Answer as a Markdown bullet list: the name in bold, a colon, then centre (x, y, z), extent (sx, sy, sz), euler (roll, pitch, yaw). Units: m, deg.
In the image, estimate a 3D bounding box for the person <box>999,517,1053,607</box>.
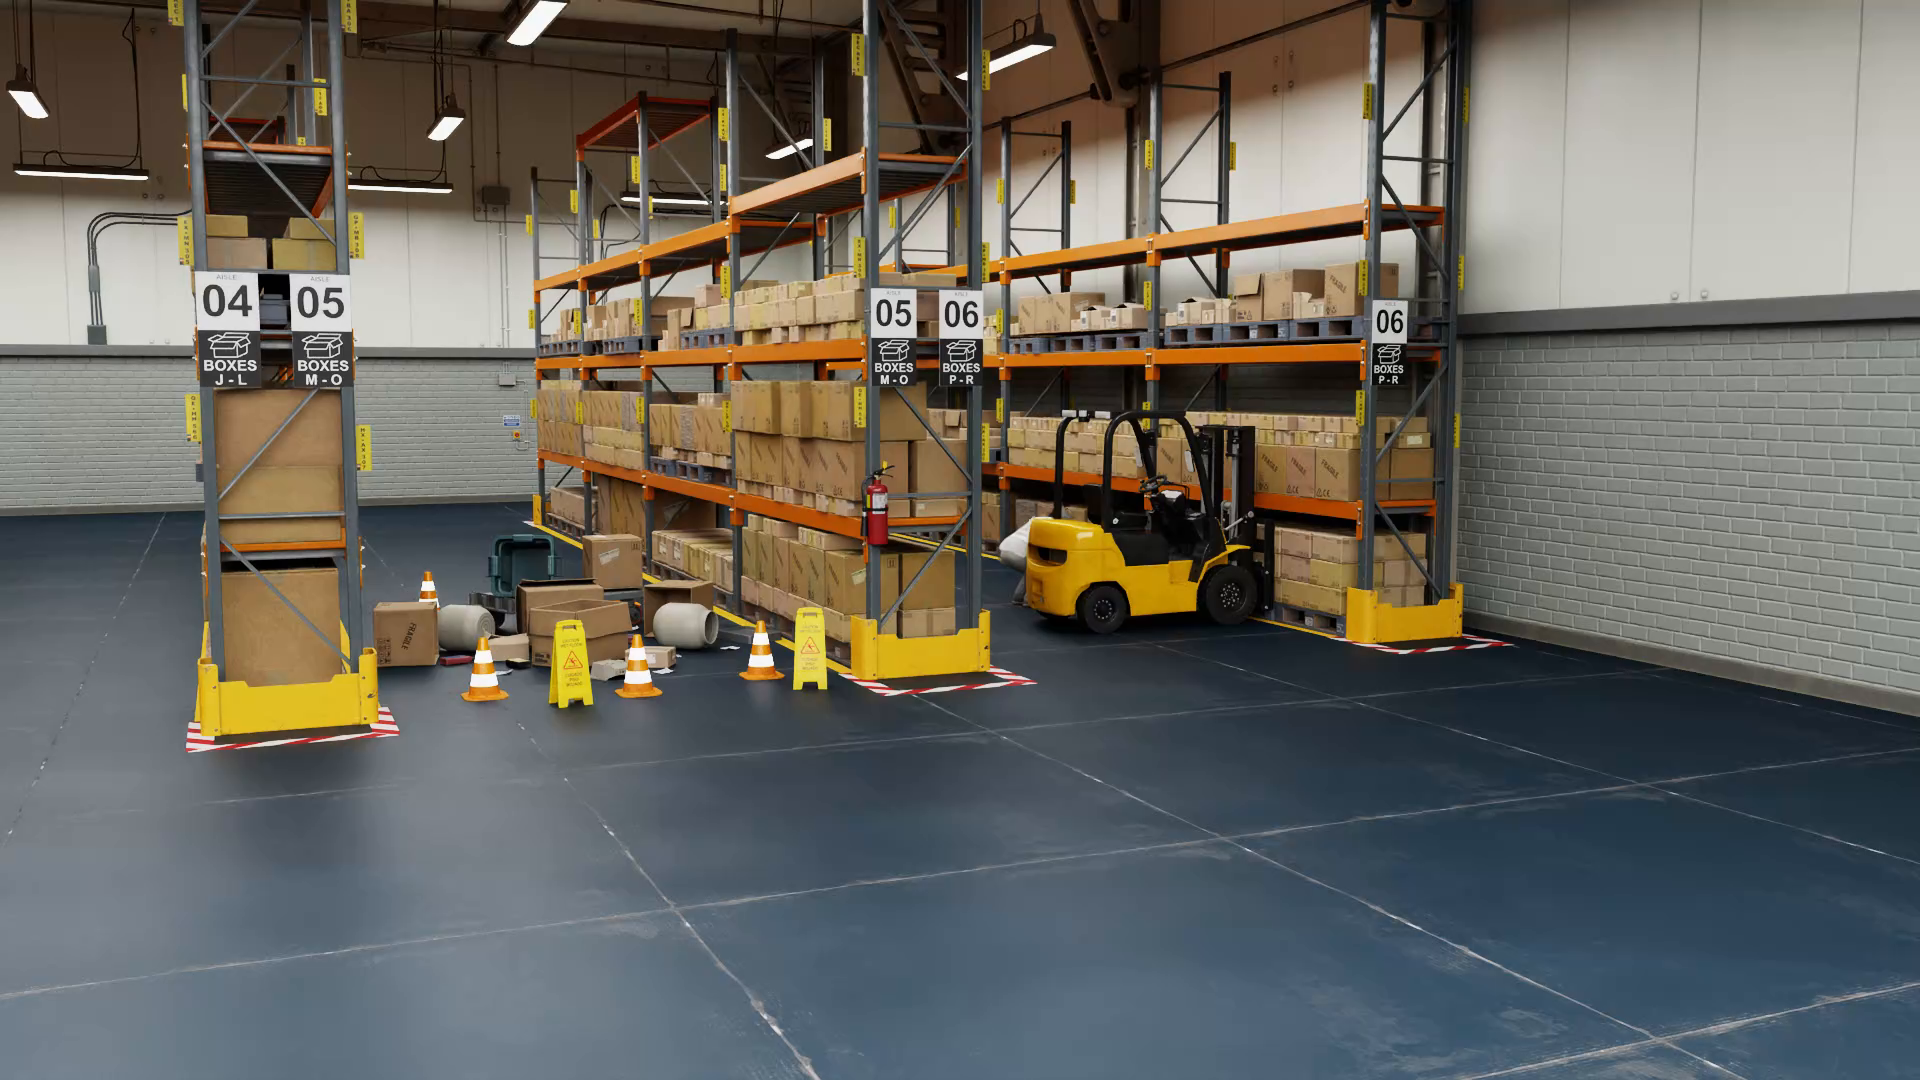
- **person**: centre (0.832, 0.237, 18.222), extent (0.823, 0.966, 0.528), euler (-2, 6, -24)
